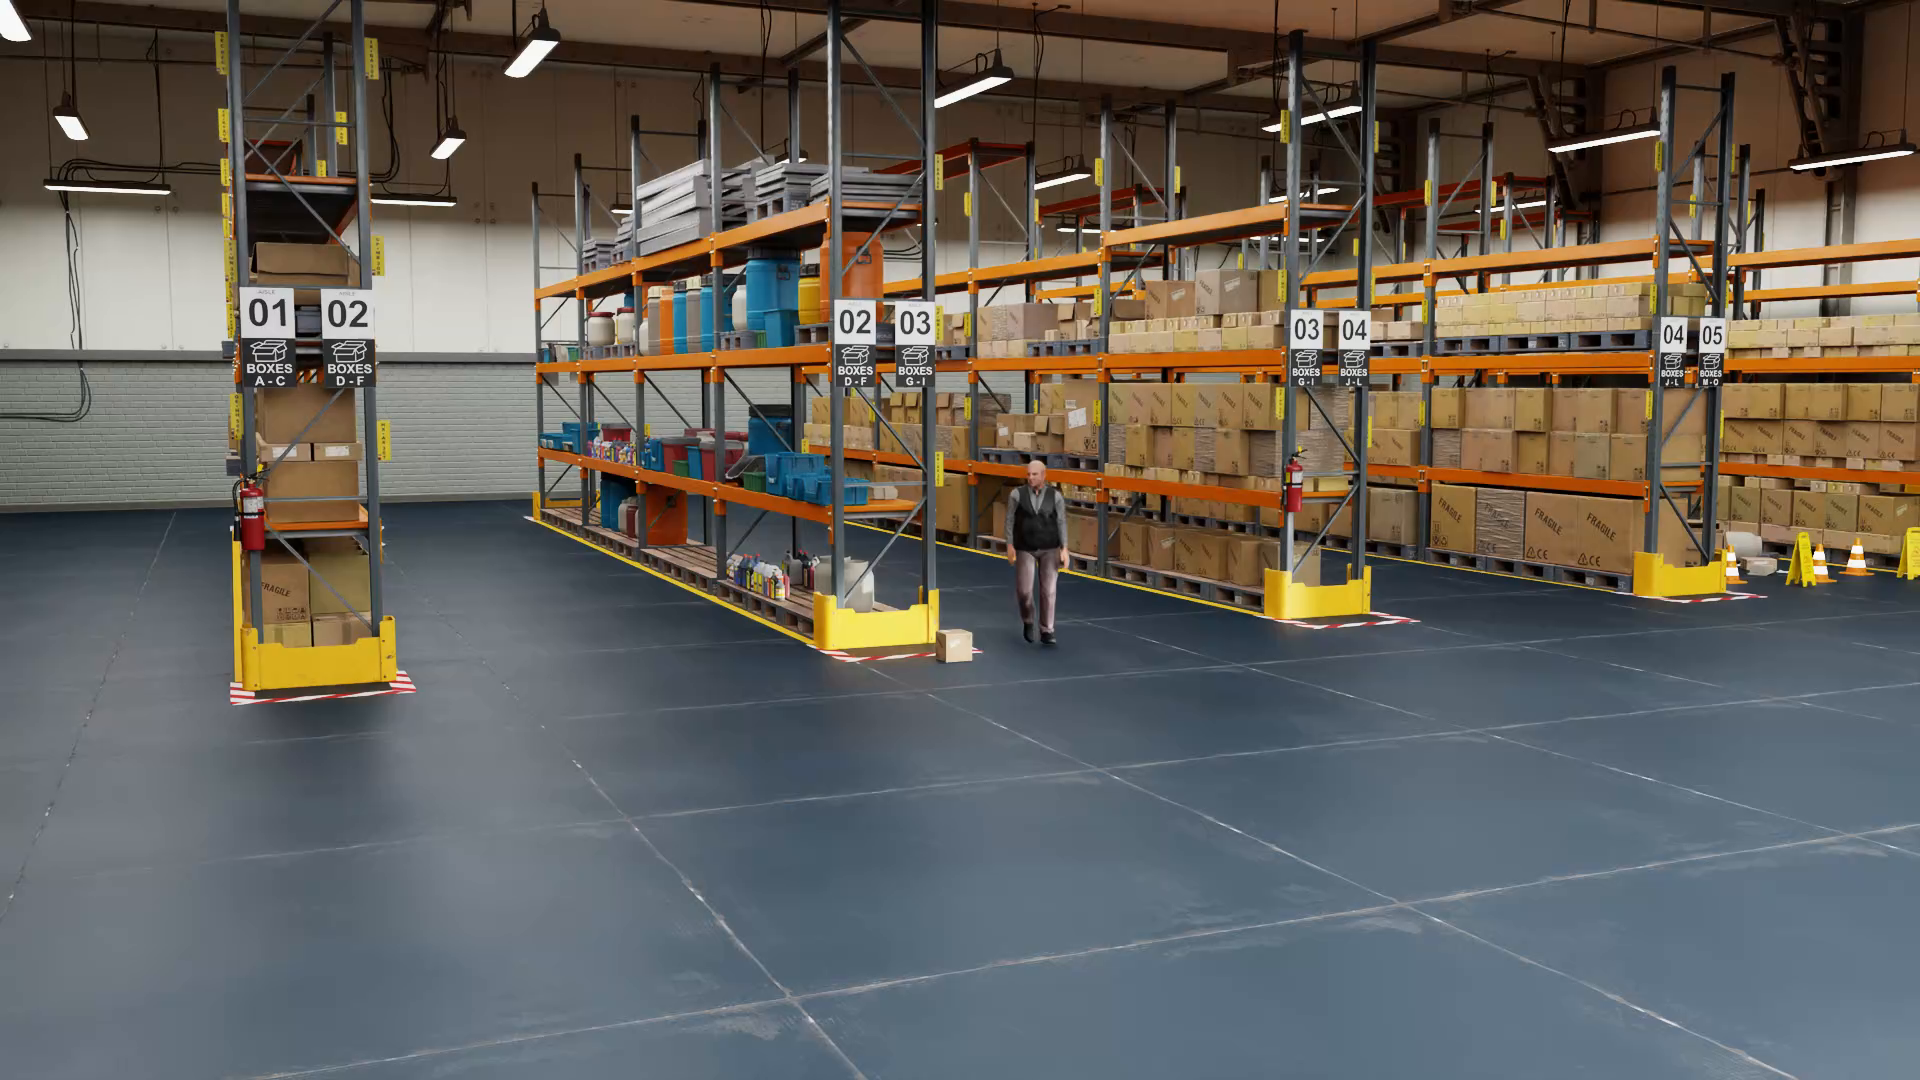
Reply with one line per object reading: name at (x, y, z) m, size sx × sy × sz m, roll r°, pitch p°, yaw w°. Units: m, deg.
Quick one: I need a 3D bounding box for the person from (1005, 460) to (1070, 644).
person at (0.712, 0.116, 15.464) m, size 0.584 × 1.720 × 0.474 m, roll 0°, pitch 5°, yaw -3°
